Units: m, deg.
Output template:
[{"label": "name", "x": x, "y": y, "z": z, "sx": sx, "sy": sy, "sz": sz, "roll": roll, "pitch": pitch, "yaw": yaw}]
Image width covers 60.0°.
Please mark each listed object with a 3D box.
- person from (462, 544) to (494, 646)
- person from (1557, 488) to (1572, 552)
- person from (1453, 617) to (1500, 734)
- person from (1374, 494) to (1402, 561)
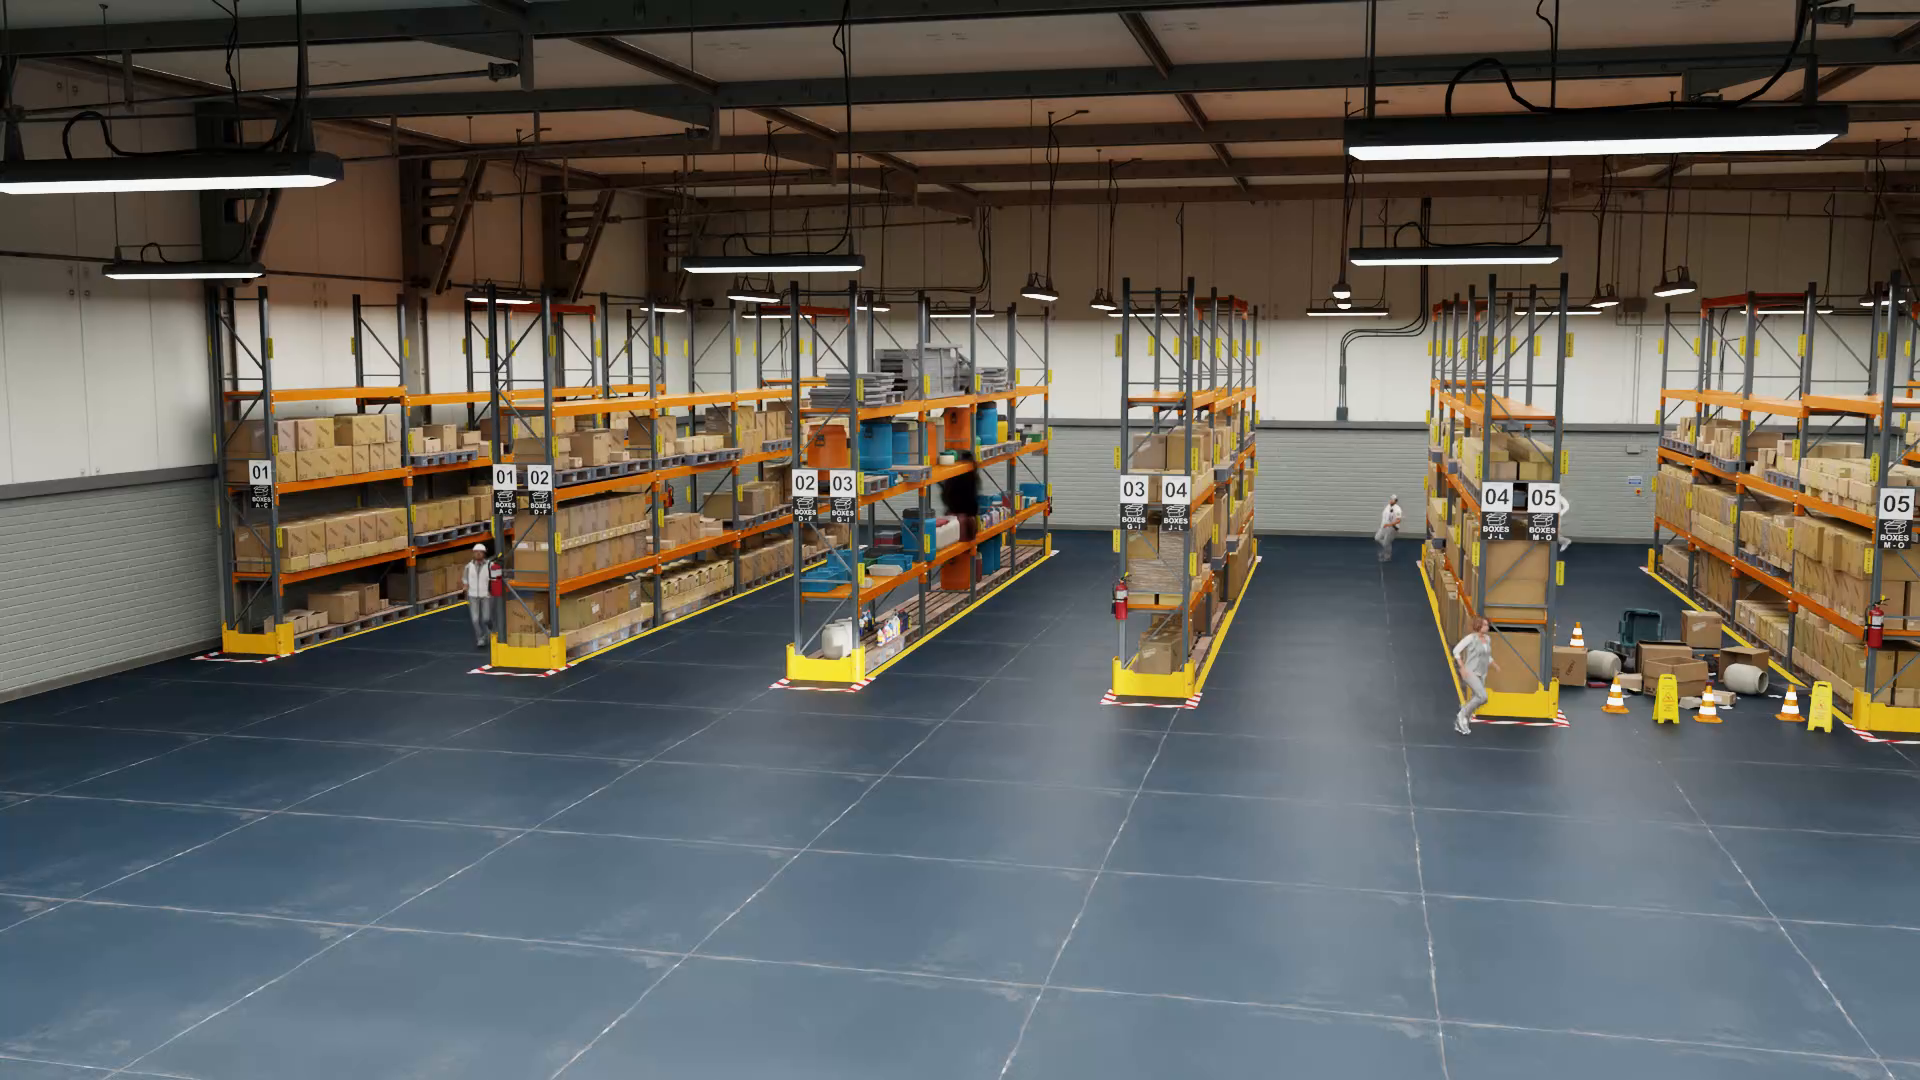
[{"label": "person", "x": -8.075, "y": 0.929, "z": 28.011, "sx": 0.654, "sy": 1.724, "sz": 0.597, "roll": 0, "pitch": 7, "yaw": -4}, {"label": "person", "x": 14.258, "y": -0.443, "z": 39.916, "sx": 0.985, "sy": 1.753, "sz": 0.725, "roll": -1, "pitch": 7, "yaw": -5}, {"label": "person", "x": 6.713, "y": 1.764, "z": 21.599, "sx": 0.501, "sy": 1.554, "sz": 0.612, "roll": -4, "pitch": 8, "yaw": -34}, {"label": "person", "x": 10.063, "y": -0.270, "z": 39.059, "sx": 0.559, "sy": 1.586, "sz": 0.629, "roll": -4, "pitch": 8, "yaw": -31}]
